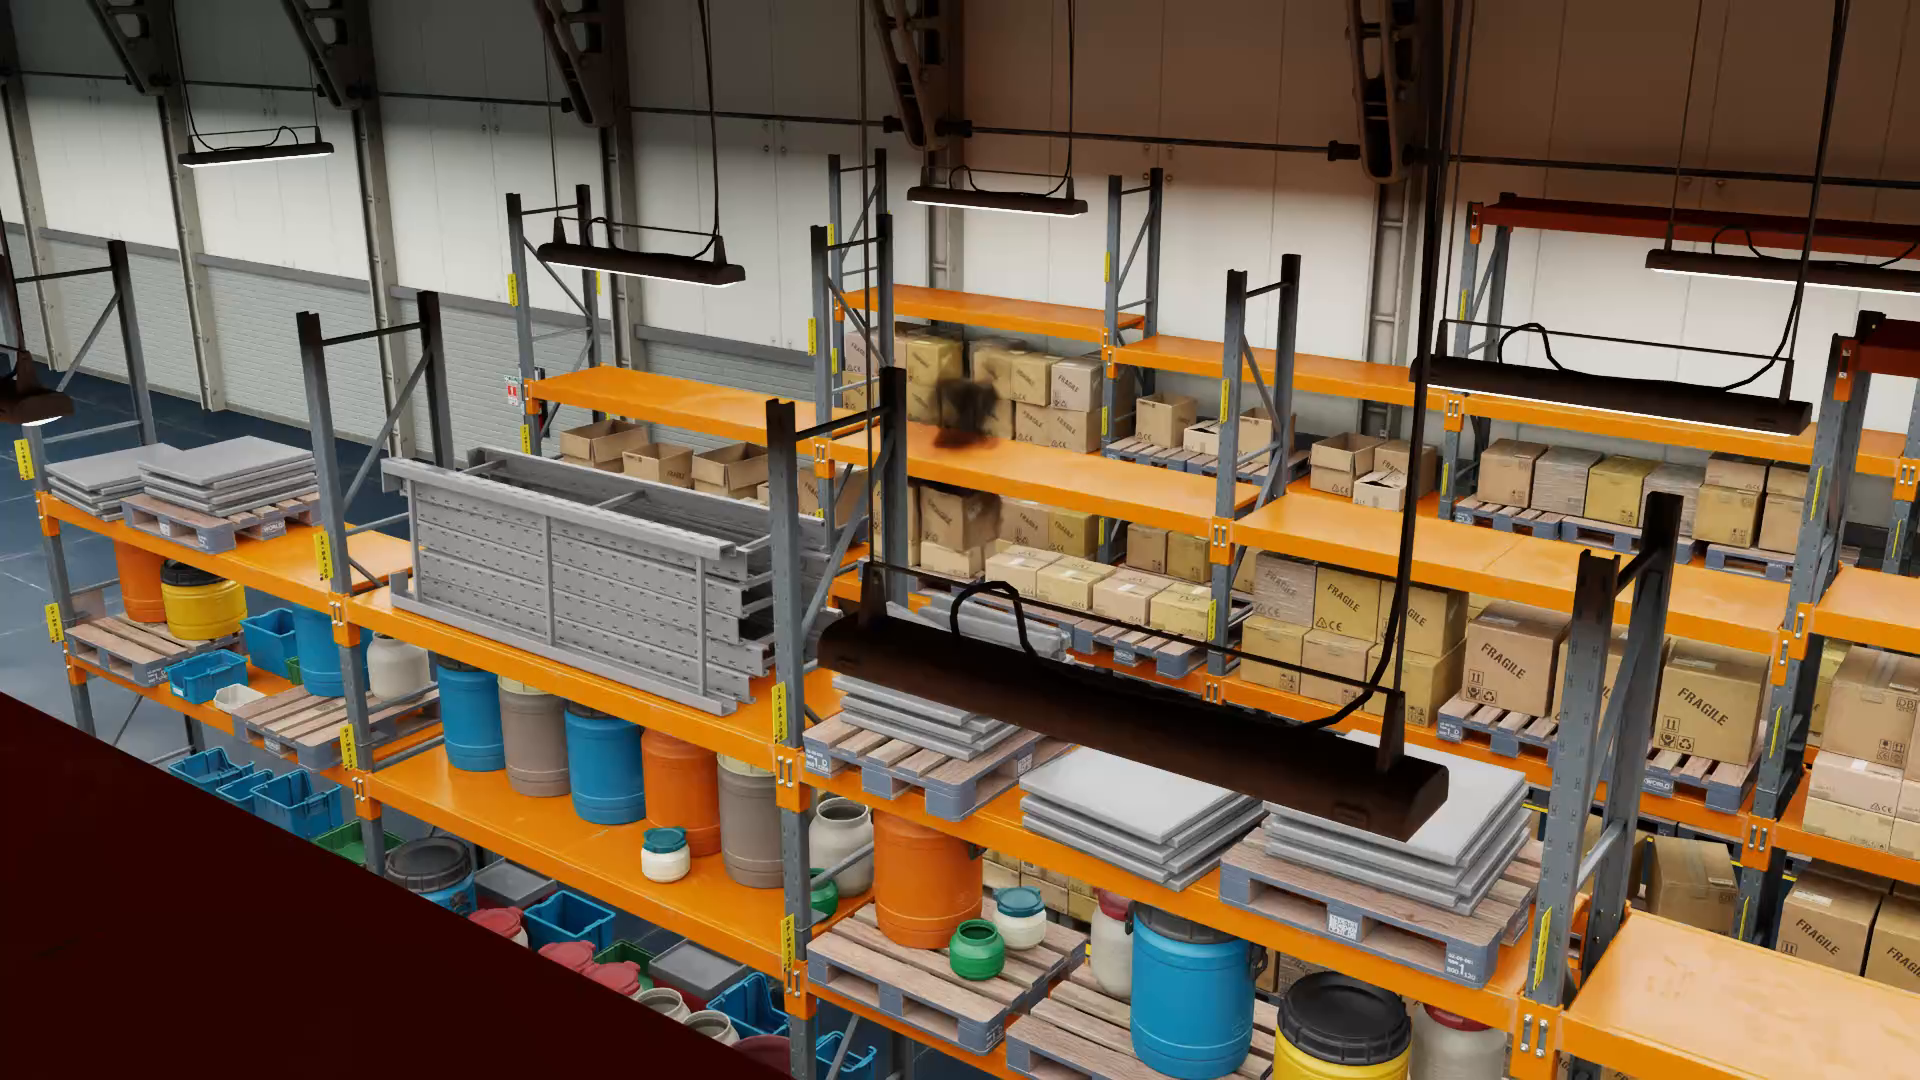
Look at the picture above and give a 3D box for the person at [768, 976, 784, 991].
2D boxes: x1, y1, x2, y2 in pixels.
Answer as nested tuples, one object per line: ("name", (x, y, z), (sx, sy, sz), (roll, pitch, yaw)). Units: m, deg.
("person", (-1.797, 2.944, 13.580), (0.866, 1.722, 0.629), (10, 21, 27))
